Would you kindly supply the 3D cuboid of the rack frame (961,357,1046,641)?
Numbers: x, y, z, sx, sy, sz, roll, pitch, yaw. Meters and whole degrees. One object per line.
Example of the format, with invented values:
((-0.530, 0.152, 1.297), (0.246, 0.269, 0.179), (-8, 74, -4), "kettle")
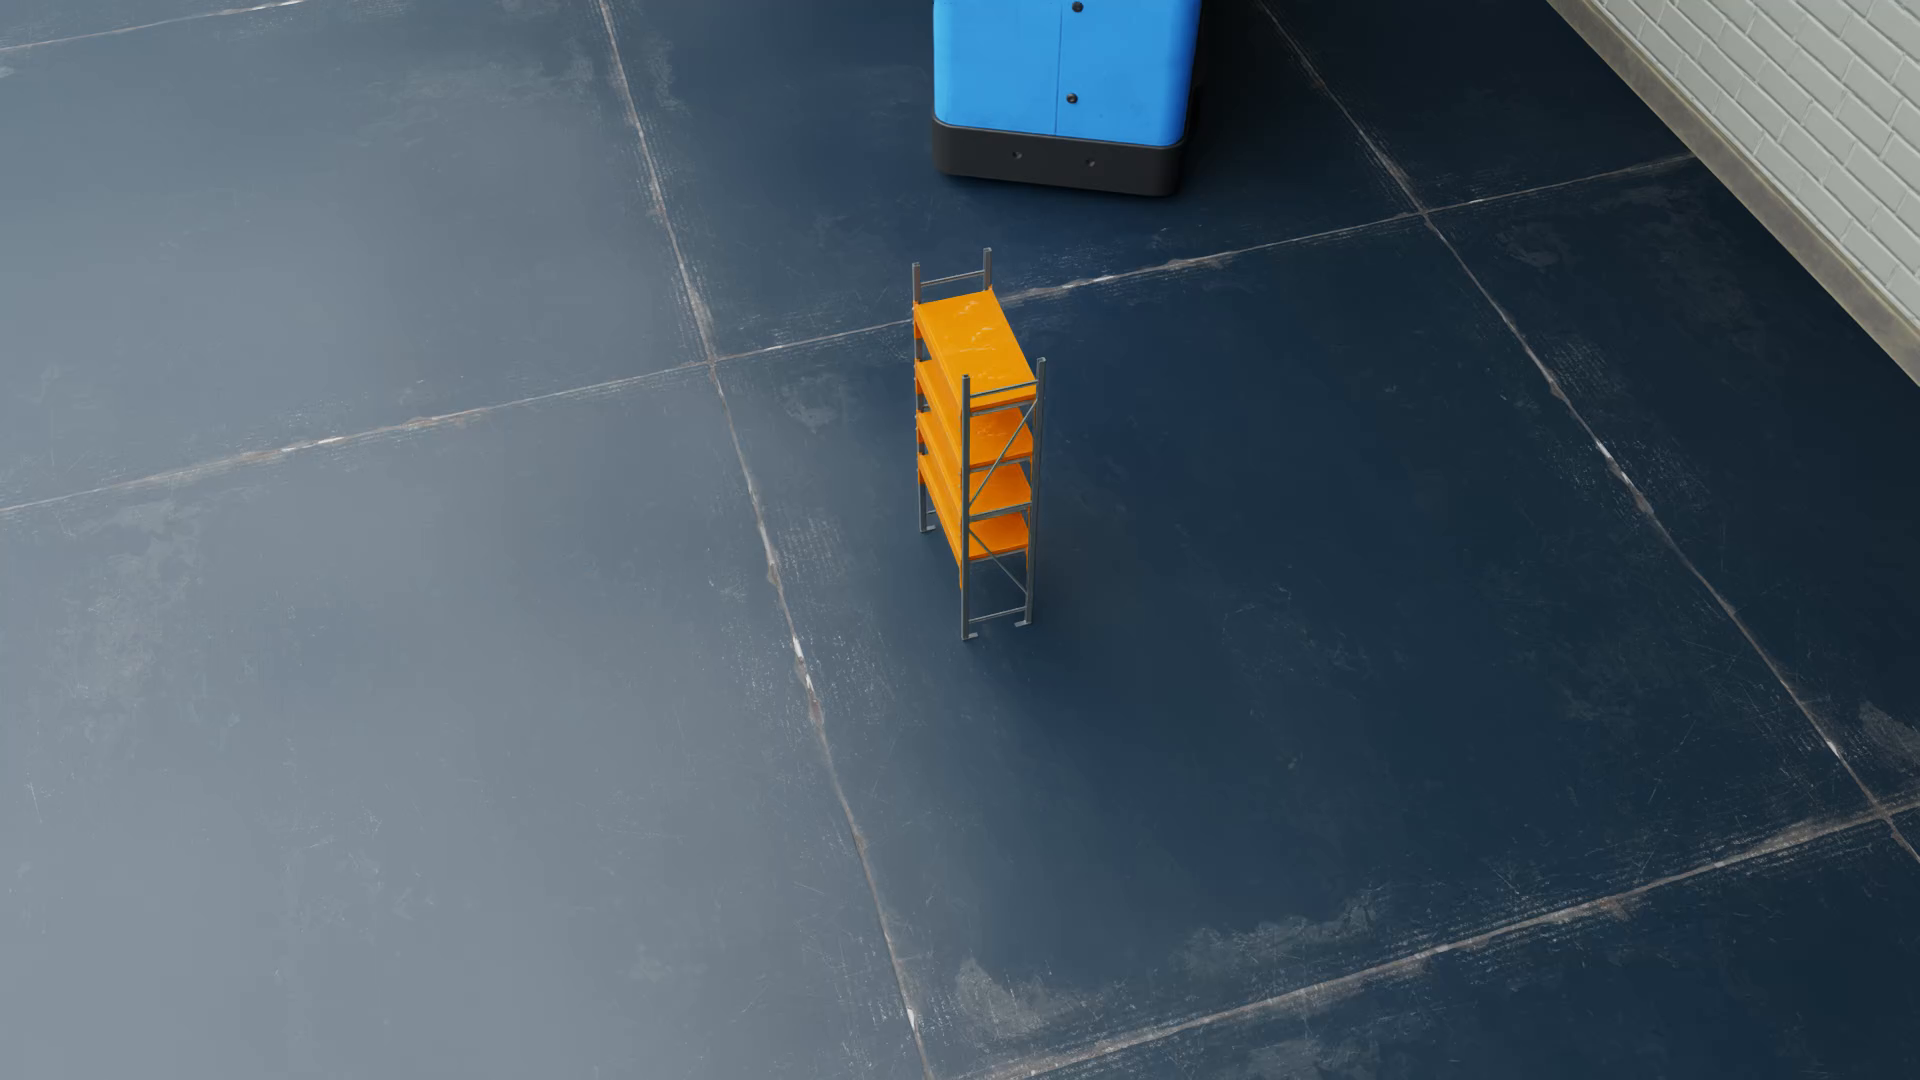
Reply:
((0.121, -0.088, 5.039), (0.240, 1.200, 0.015), (-13, 51, -11), "rack frame")

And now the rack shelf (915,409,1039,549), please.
((0.049, -0.222, 5.241), (0.258, 0.148, 0.480), (-13, 51, -11), "rack shelf")

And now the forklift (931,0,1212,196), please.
((0.638, -3.509, 6.791), (1.130, 2.935, 3.031), (7, 50, 6), "forklift")

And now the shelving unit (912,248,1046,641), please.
((0.049, -0.266, 5.189), (0.258, 1.200, 0.503), (-13, 51, -11), "shelving unit")

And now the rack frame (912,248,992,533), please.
((-0.023, -0.444, 5.340), (0.240, 1.200, 0.015), (-13, 51, -11), "rack frame")

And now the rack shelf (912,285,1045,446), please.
((0.049, -0.519, 4.889), (0.258, 0.148, 0.480), (-13, 51, -11), "rack shelf")

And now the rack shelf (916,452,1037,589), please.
((0.049, -0.094, 5.393), (0.258, 0.148, 0.480), (-13, 51, -11), "rack shelf")

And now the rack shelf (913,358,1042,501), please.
((0.049, -0.367, 5.070), (0.258, 0.148, 0.480), (-13, 51, -11), "rack shelf")
